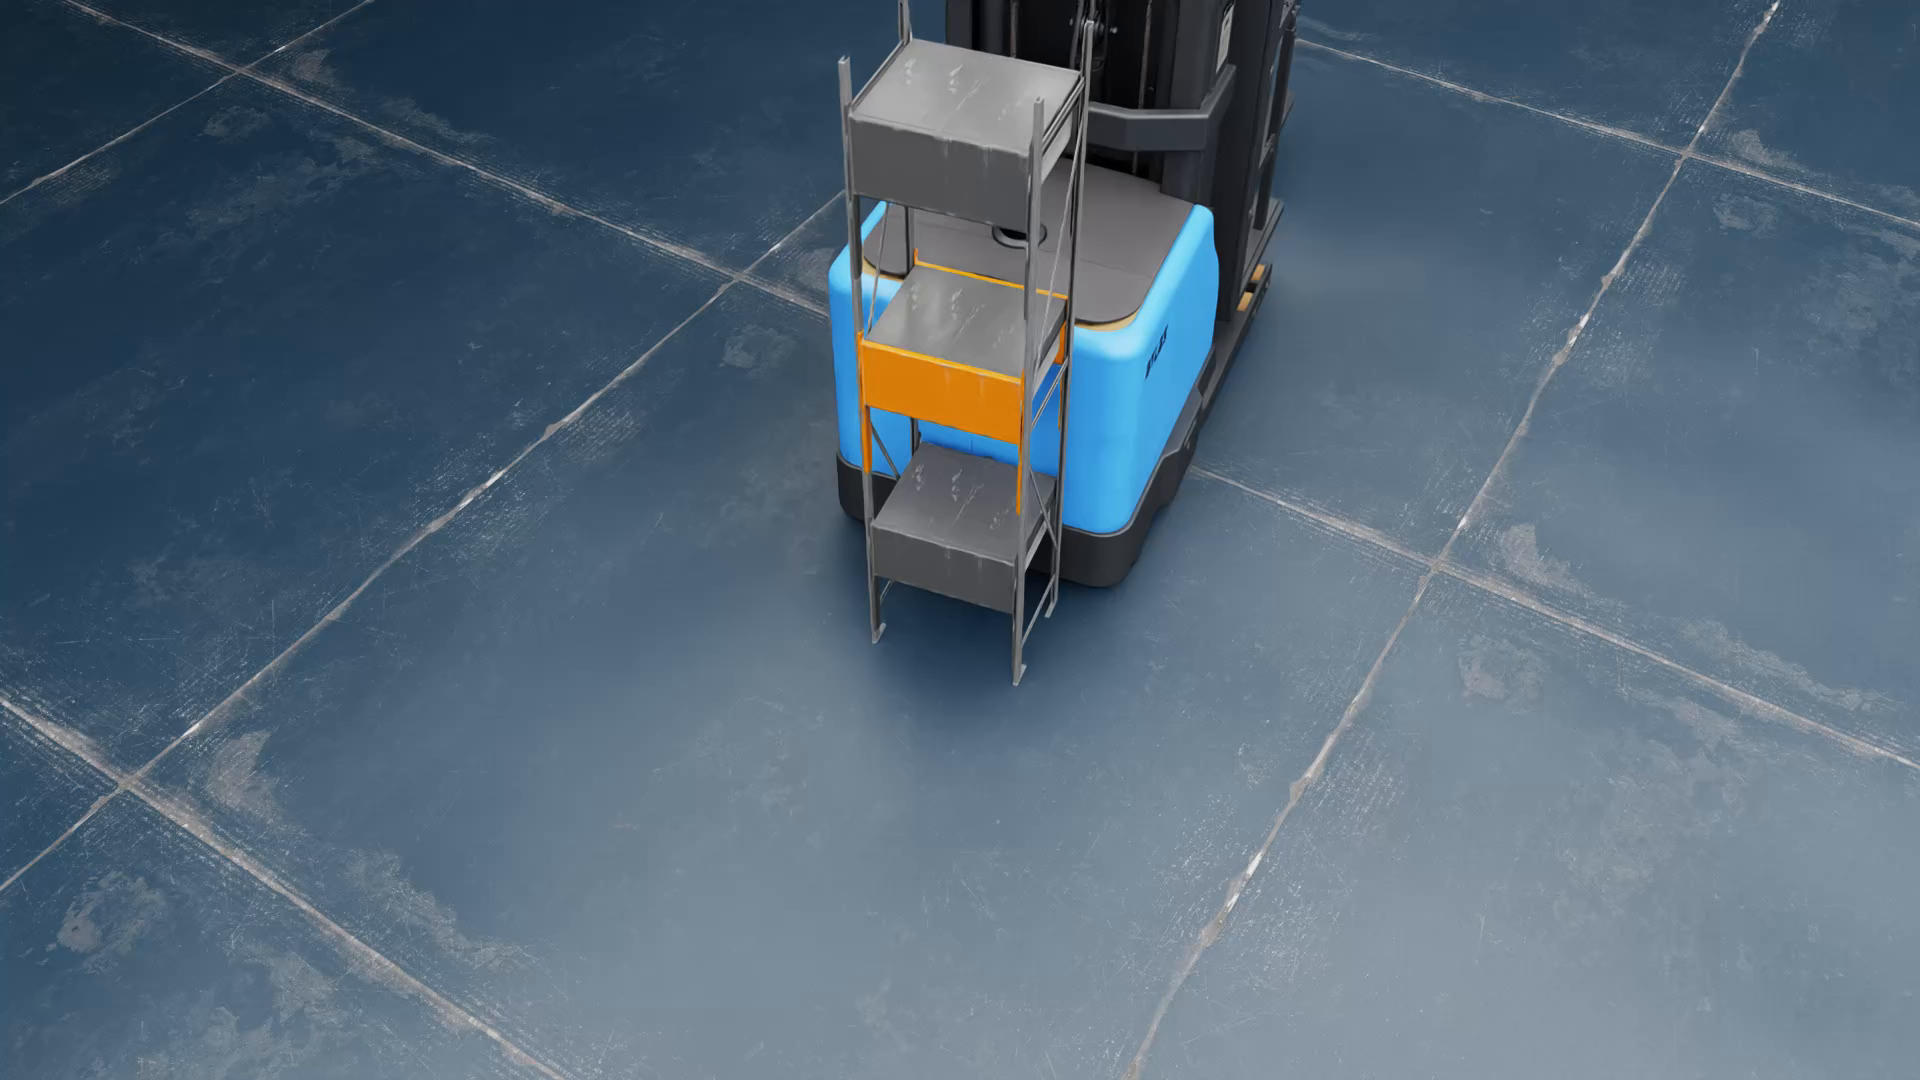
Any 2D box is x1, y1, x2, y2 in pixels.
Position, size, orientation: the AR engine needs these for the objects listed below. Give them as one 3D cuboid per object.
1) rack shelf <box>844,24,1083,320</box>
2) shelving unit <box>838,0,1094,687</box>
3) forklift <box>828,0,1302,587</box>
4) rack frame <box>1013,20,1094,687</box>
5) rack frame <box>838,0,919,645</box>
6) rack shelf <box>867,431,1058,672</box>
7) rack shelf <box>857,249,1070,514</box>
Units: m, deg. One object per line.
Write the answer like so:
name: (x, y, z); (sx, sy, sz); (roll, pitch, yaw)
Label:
rack shelf: (0.019, -0.940, 4.243); (0.480, 0.518, 0.431); (16, 48, 15)
shelving unit: (0.019, -0.462, 4.735); (0.503, 2.100, 0.431); (16, 48, 15)
forklift: (0.601, -1.940, 5.591); (1.130, 2.935, 3.031); (16, 48, 15)
rack frame: (0.247, -0.399, 4.673); (0.015, 2.100, 0.400); (16, 48, 15)
rack frame: (-0.208, -0.525, 4.796); (0.015, 2.100, 0.400); (16, 48, 15)
rack shelf: (0.019, 0.035, 5.247); (0.480, 0.518, 0.431); (16, 48, 15)
rack shelf: (0.019, -0.452, 4.745); (0.480, 0.518, 0.431); (16, 48, 15)
